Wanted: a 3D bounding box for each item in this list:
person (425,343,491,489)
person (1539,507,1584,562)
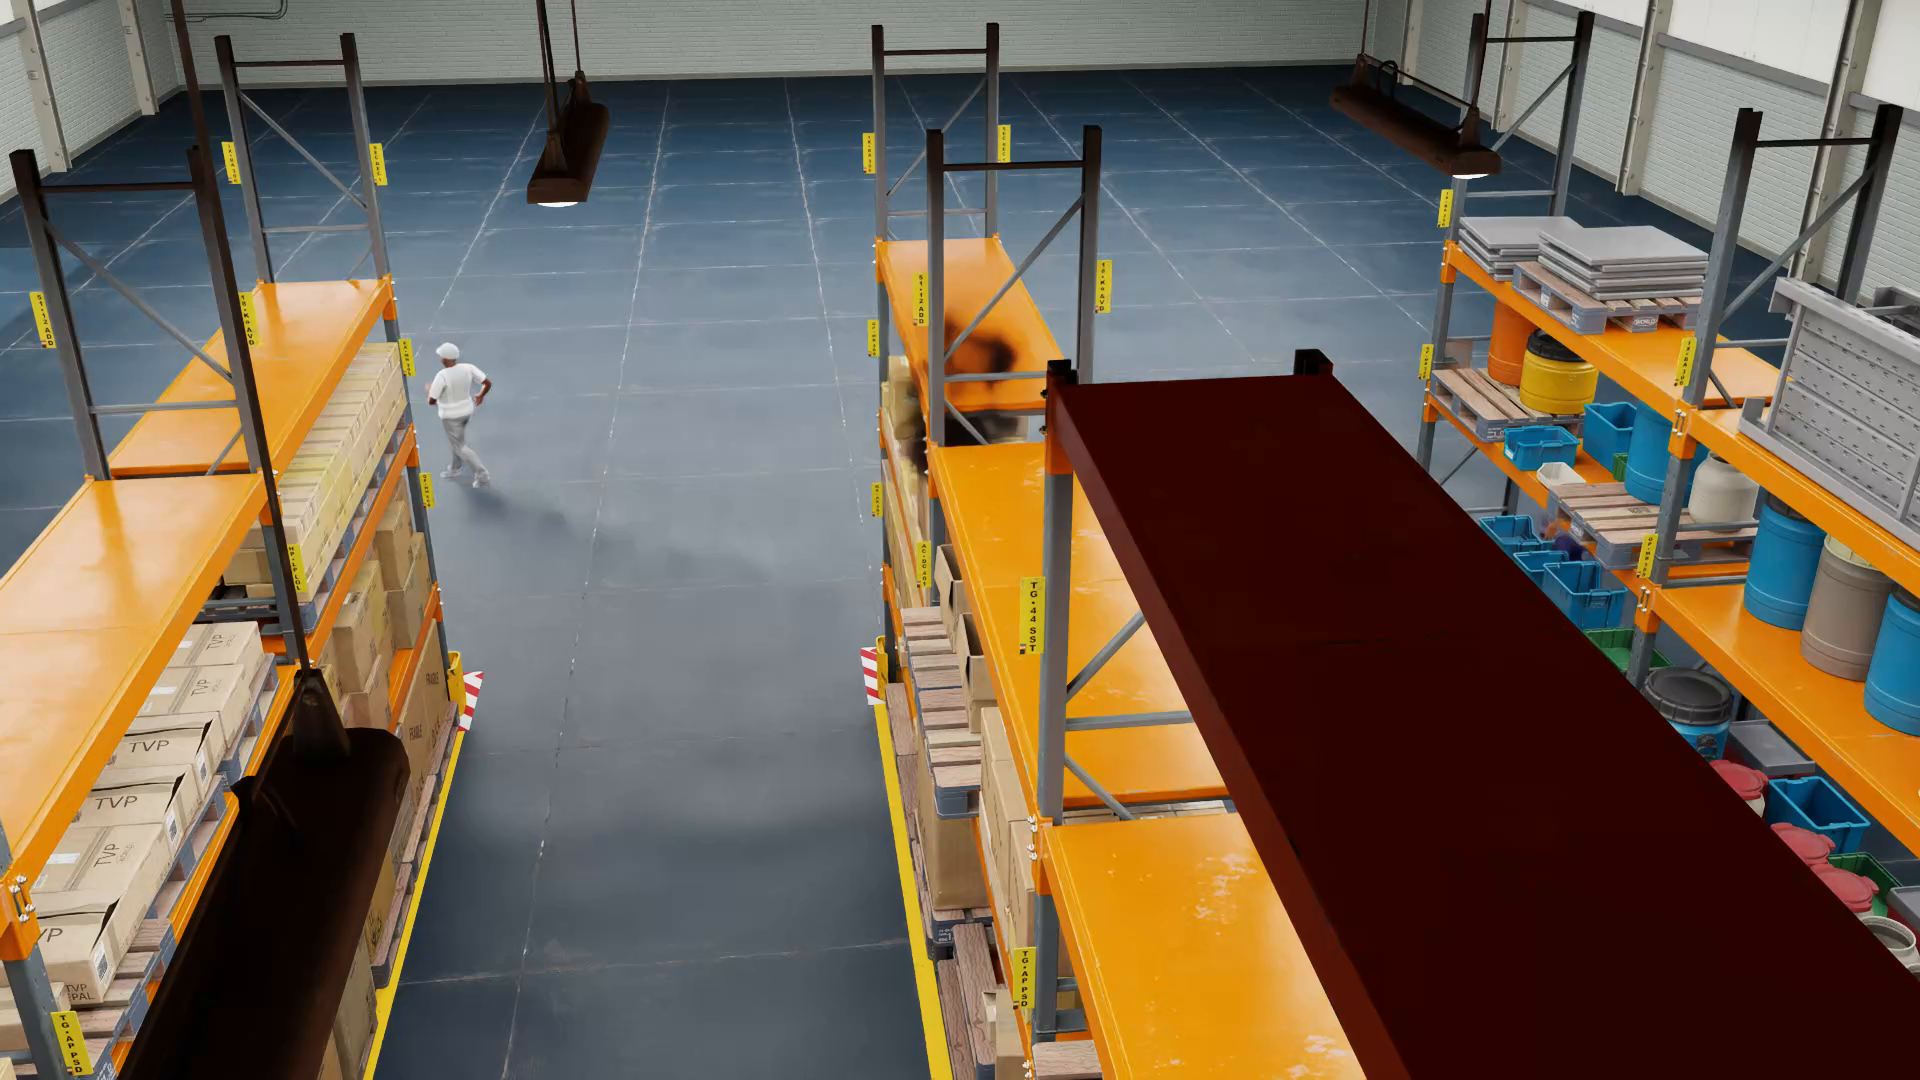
[{"bbox_3d":[-5.891,-1.461,19.455,0.959,1.772,0.693,14,29,26],"label":"person"},{"bbox_3d":[5.898,0.093,16.429,0.653,1.681,0.823,-13,28,-25],"label":"person"}]
